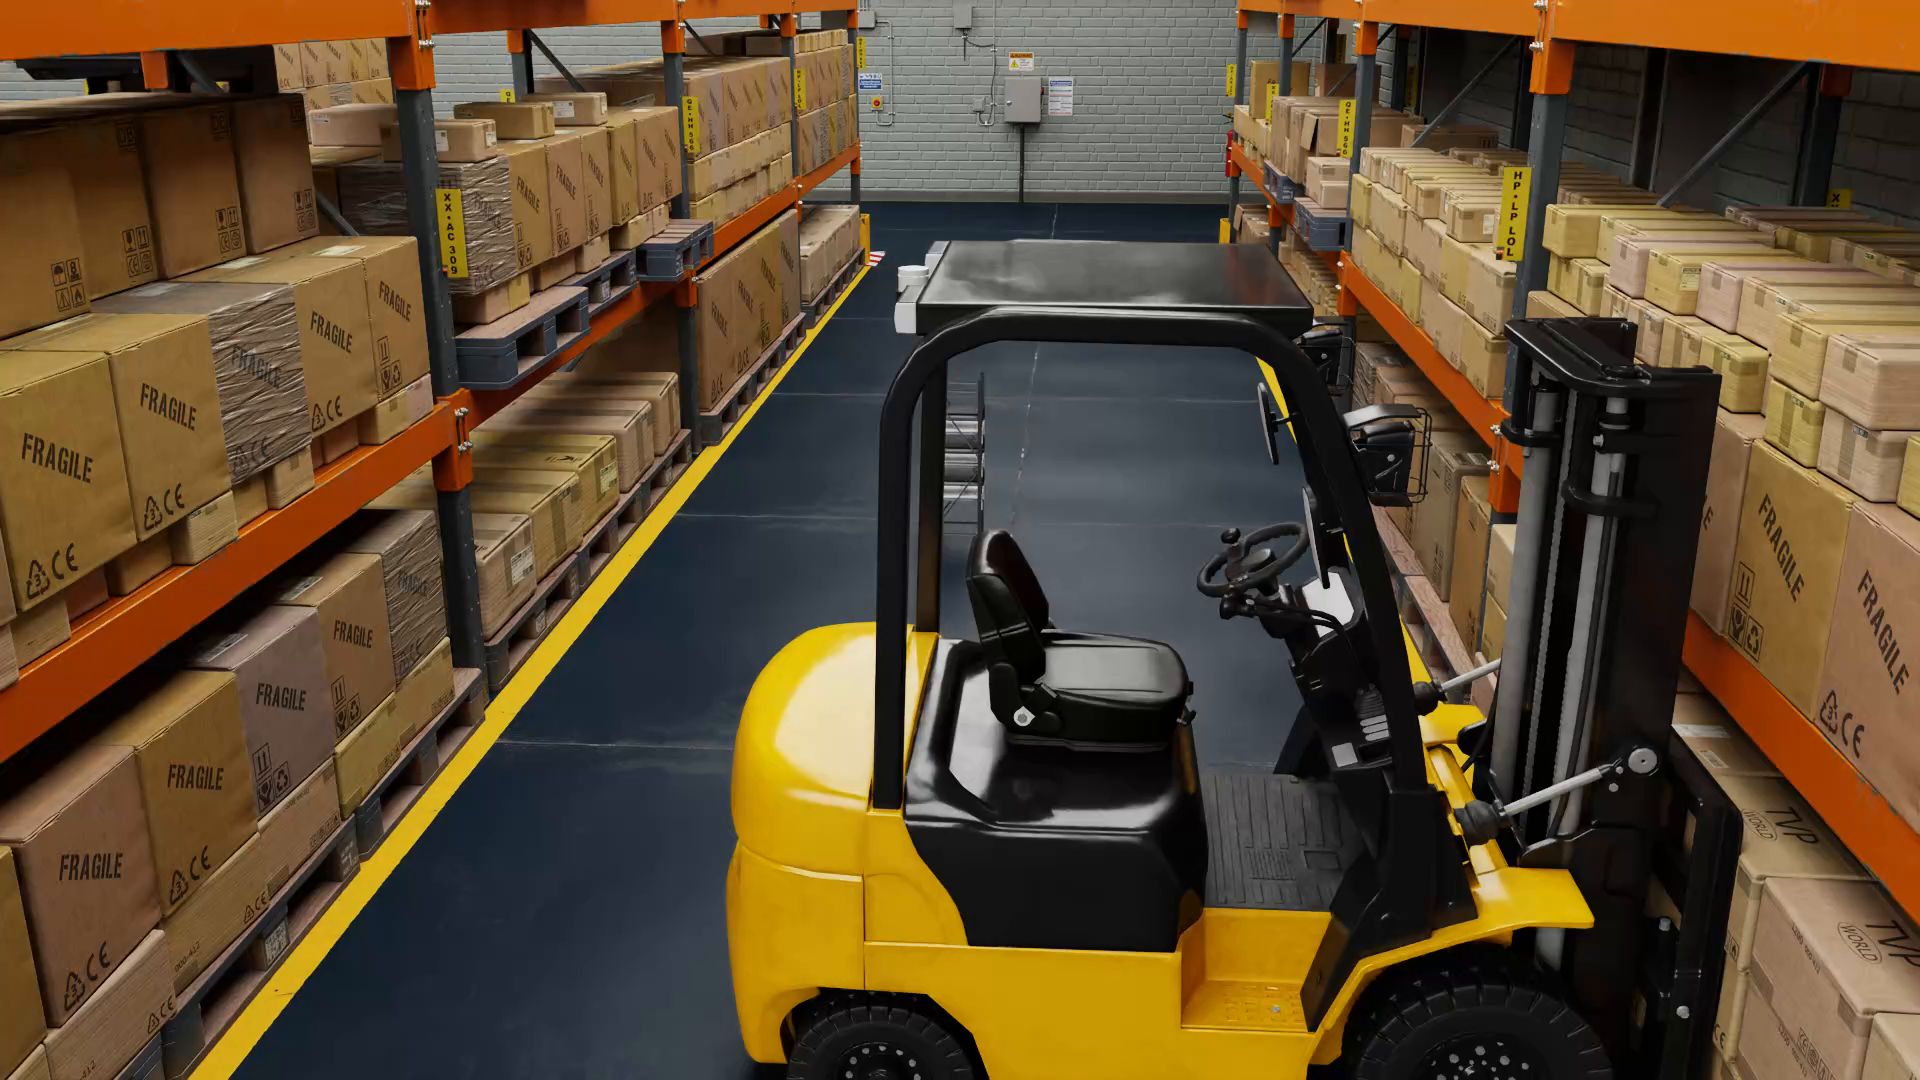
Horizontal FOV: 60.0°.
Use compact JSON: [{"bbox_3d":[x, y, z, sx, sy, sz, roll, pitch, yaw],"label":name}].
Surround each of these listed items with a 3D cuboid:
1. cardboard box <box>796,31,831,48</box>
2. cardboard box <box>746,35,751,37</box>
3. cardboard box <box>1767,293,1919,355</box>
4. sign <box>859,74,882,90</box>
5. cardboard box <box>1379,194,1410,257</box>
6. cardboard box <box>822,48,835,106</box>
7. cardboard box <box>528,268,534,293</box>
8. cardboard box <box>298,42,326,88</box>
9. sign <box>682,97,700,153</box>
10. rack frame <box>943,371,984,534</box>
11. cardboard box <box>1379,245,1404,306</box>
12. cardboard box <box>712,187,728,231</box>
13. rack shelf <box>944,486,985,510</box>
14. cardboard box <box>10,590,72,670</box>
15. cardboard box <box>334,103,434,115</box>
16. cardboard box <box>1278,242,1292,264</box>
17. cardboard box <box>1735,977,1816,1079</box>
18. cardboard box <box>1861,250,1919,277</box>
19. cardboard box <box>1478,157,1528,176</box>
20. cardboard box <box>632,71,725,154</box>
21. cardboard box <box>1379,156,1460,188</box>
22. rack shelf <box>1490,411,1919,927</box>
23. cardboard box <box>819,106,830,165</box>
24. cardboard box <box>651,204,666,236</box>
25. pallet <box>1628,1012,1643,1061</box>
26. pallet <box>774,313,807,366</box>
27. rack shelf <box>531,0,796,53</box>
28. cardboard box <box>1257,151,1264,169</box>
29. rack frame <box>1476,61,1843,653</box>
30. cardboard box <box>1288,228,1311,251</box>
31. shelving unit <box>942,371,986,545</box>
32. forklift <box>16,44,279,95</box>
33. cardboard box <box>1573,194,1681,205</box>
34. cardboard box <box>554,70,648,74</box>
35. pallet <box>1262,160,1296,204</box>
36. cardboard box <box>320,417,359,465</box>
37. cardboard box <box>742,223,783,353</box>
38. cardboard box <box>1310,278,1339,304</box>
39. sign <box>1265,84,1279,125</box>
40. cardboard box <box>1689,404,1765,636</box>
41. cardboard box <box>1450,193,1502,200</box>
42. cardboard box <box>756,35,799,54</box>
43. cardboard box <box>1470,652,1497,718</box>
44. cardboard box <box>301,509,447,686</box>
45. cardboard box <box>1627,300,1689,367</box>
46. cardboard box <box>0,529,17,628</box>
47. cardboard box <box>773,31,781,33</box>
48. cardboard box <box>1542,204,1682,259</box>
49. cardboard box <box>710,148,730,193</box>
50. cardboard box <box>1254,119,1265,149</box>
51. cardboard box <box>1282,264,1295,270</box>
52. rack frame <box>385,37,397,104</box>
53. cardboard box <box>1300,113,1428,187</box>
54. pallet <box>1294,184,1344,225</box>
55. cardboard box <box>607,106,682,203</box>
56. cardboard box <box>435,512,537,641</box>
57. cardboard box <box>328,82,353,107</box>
[{"bbox_3d":[-1.445,-4.788,15.908,0.380,0.149,0.250,2,18,5],"label":"cardboard box"},{"bbox_3d":[-2.010,-4.318,14.476,0.380,0.149,0.250,1,18,4],"label":"cardboard box"},{"bbox_3d":[2.141,-0.481,3.893,0.380,0.149,0.250,2,18,5],"label":"cardboard box"},{"bbox_3d":[-1.245,-6.370,23.113,0.327,0.218,0.001,1,18,4],"label":"sign"},{"bbox_3d":[2.427,-1.592,8.403,0.500,0.250,0.500,1,18,3],"label":"cardboard box"},{"bbox_3d":[-1.464,-4.365,15.661,0.500,0.500,0.500,1,18,4],"label":"cardboard box"},{"bbox_3d":[-2.117,-1.155,7.360,0.380,0.149,0.250,2,18,7],"label":"cardboard box"},{"bbox_3d":[-6.411,-4.582,15.846,0.500,0.500,0.500,1,18,2],"label":"cardboard box"},{"bbox_3d":[-1.614,-2.489,9.969,0.100,0.325,0.005,1,18,4],"label":"sign"},{"bbox_3d":[0.008,-0.462,8.887,0.240,0.900,0.006,1,18,4],"label":"rack frame"},{"bbox_3d":[2.449,-1.356,8.485,0.500,0.250,0.500,1,18,2],"label":"cardboard box"},{"bbox_3d":[-1.851,-2.220,11.123,0.500,0.250,0.500,1,18,2],"label":"cardboard box"},{"bbox_3d":[0.001,-0.227,8.857,0.258,0.077,0.200,1,18,4],"label":"rack shelf"},{"bbox_3d":[-2.346,0.199,3.900,0.380,0.149,0.250,2,18,5],"label":"cardboard box"},{"bbox_3d":[-2.602,-1.888,7.514,0.380,0.149,0.250,1,18,2],"label":"cardboard box"},{"bbox_3d":[2.791,-2.333,13.523,0.380,0.149,0.250,2,18,7],"label":"cardboard box"},{"bbox_3d":[1.992,1.165,3.490,0.500,0.250,0.500,1,18,3],"label":"cardboard box"},{"bbox_3d":[2.728,-0.706,4.580,0.380,0.149,0.250,1,18,3],"label":"cardboard box"},{"bbox_3d":[2.987,-1.963,8.895,0.380,0.149,0.250,1,18,4],"label":"cardboard box"},{"bbox_3d":[-1.851,-2.810,10.915,0.500,0.500,0.500,1,18,4],"label":"cardboard box"},{"bbox_3d":[2.468,-1.976,8.933,0.380,0.149,0.250,2,18,5],"label":"cardboard box"},{"bbox_3d":[2.365,0.330,4.255,1.077,0.370,4.000,1,18,4],"label":"rack shelf"},{"bbox_3d":[-1.492,-3.726,15.315,0.500,0.500,0.500,1,18,4],"label":"cardboard box"},{"bbox_3d":[-1.865,-1.794,9.311,0.380,0.149,0.250,1,18,3],"label":"cardboard box"},{"bbox_3d":[2.325,1.318,4.563,1.003,0.211,1.213,1,18,4],"label":"pallet"},{"bbox_3d":[-1.849,-1.661,13.654,1.003,0.211,1.213,1,18,4],"label":"pallet"},{"bbox_3d":[-2.013,-3.690,11.706,1.077,0.370,4.000,1,18,4],"label":"rack shelf"},{"bbox_3d":[2.881,-3.427,14.967,0.380,0.149,0.250,1,18,3],"label":"cardboard box"},{"bbox_3d":[2.509,-0.633,6.039,1.000,3.000,0.127,1,18,4],"label":"rack frame"},{"bbox_3d":[2.820,-2.392,13.227,0.380,0.149,0.250,0,18,1],"label":"cardboard box"},{"bbox_3d":[0.001,-0.430,8.791,0.258,0.900,0.210,1,18,4],"label":"shelving unit"},{"bbox_3d":[-4.786,-1.929,10.102,1.130,2.935,3.031,2,18,6],"label":"forklift"},{"bbox_3d":[2.879,-1.410,7.206,0.380,0.149,0.250,1,18,4],"label":"cardboard box"},{"bbox_3d":[-2.351,-2.834,10.988,0.500,0.500,0.500,2,18,5],"label":"cardboard box"},{"bbox_3d":[2.916,-2.781,12.902,1.003,0.211,1.213,1,18,4],"label":"pallet"},{"bbox_3d":[-2.269,-0.360,5.608,0.380,0.149,0.250,1,18,4],"label":"cardboard box"},{"bbox_3d":[-1.891,-1.943,12.772,0.875,0.875,0.875,2,18,6],"label":"cardboard box"},{"bbox_3d":[2.701,-1.766,11.794,0.380,0.149,0.250,0,18,1],"label":"cardboard box"},{"bbox_3d":[2.540,-3.539,13.517,0.100,0.325,0.005,1,18,4],"label":"sign"},{"bbox_3d":[2.103,-0.074,4.171,0.500,0.500,0.500,1,18,4],"label":"cardboard box"},{"bbox_3d":[2.350,-1.420,7.238,0.380,0.149,0.250,1,18,3],"label":"cardboard box"},{"bbox_3d":[-1.585,-4.231,14.210,0.380,0.149,0.250,2,18,5],"label":"cardboard box"},{"bbox_3d":[2.144,0.616,5.966,0.500,0.250,0.500,1,18,4],"label":"cardboard box"},{"bbox_3d":[-2.217,0.197,6.041,0.500,0.500,0.500,1,18,3],"label":"cardboard box"},{"bbox_3d":[2.103,-0.578,4.667,0.380,0.149,0.250,1,18,3],"label":"cardboard box"},{"bbox_3d":[-2.385,0.008,3.442,0.500,0.500,0.500,2,18,6],"label":"cardboard box"},{"bbox_3d":[-1.932,-4.871,16.163,0.380,0.149,0.250,1,18,4],"label":"cardboard box"},{"bbox_3d":[2.190,-1.038,5.594,0.380,0.149,0.250,2,18,5],"label":"cardboard box"},{"bbox_3d":[-1.835,-2.464,11.064,0.500,0.250,0.500,2,18,5],"label":"cardboard box"},{"bbox_3d":[2.945,-3.662,15.046,0.500,0.250,0.500,1,18,4],"label":"cardboard box"},{"bbox_3d":[2.823,-1.985,13.502,0.500,0.500,0.500,2,18,6],"label":"cardboard box"},{"bbox_3d":[-6.527,-4.549,17.989,1.000,3.000,0.127,1,18,4],"label":"rack frame"},{"bbox_3d":[2.728,-2.636,11.309,0.797,0.503,0.637,1,18,3],"label":"cardboard box"},{"bbox_3d":[2.930,-2.389,11.704,1.003,0.211,1.213,1,18,4],"label":"pallet"},{"bbox_3d":[-1.911,-2.226,9.588,0.500,0.500,0.500,1,18,2],"label":"cardboard box"},{"bbox_3d":[-2.408,0.143,7.215,0.950,0.372,0.625,2,18,5],"label":"cardboard box"},{"bbox_3d":[-6.371,-4.275,16.515,0.500,0.500,0.500,1,18,4],"label":"cardboard box"}]
